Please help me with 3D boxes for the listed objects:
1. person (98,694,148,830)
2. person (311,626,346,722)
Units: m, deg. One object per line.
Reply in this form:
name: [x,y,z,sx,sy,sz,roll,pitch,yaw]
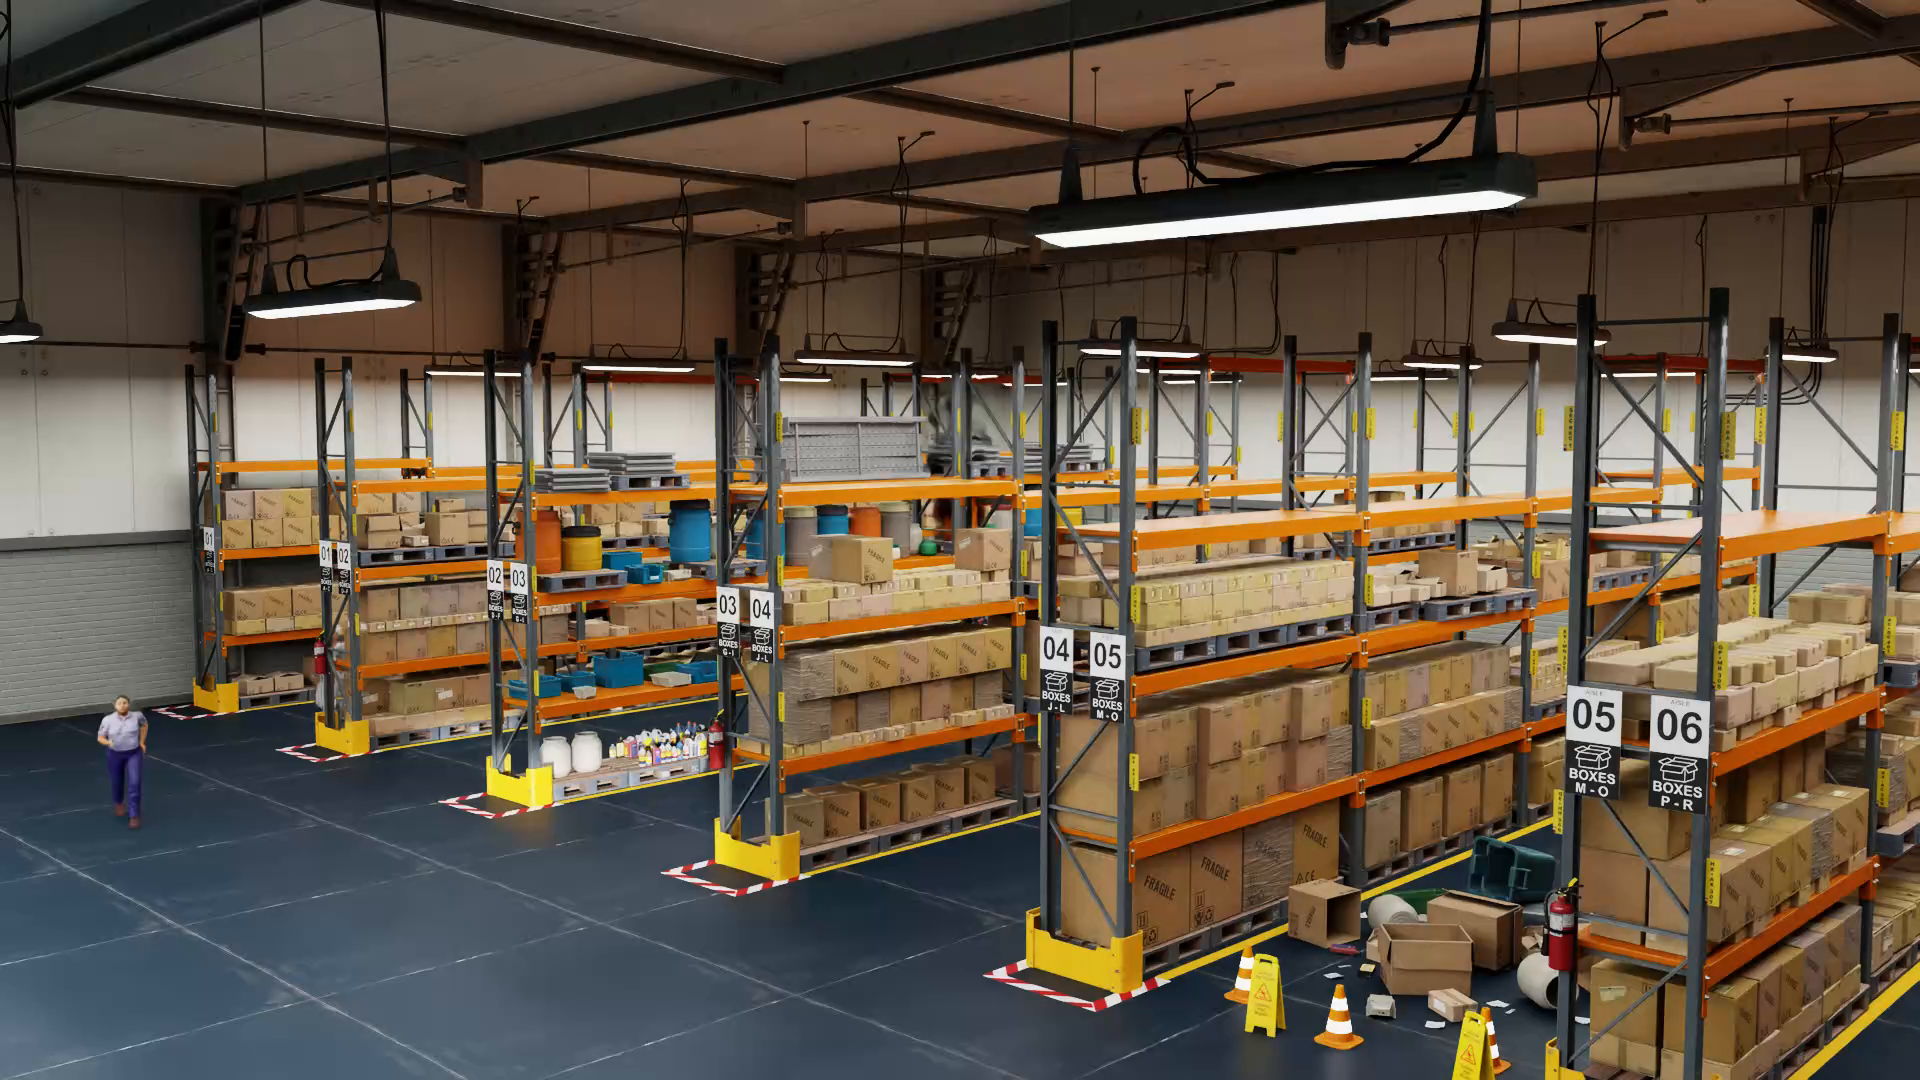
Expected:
person: [-10.494,2.752,20.879,0.577,1.629,0.925,-2,5,-27]
person: [-10.118,2.240,26.846,0.646,1.728,0.661,3,5,37]
